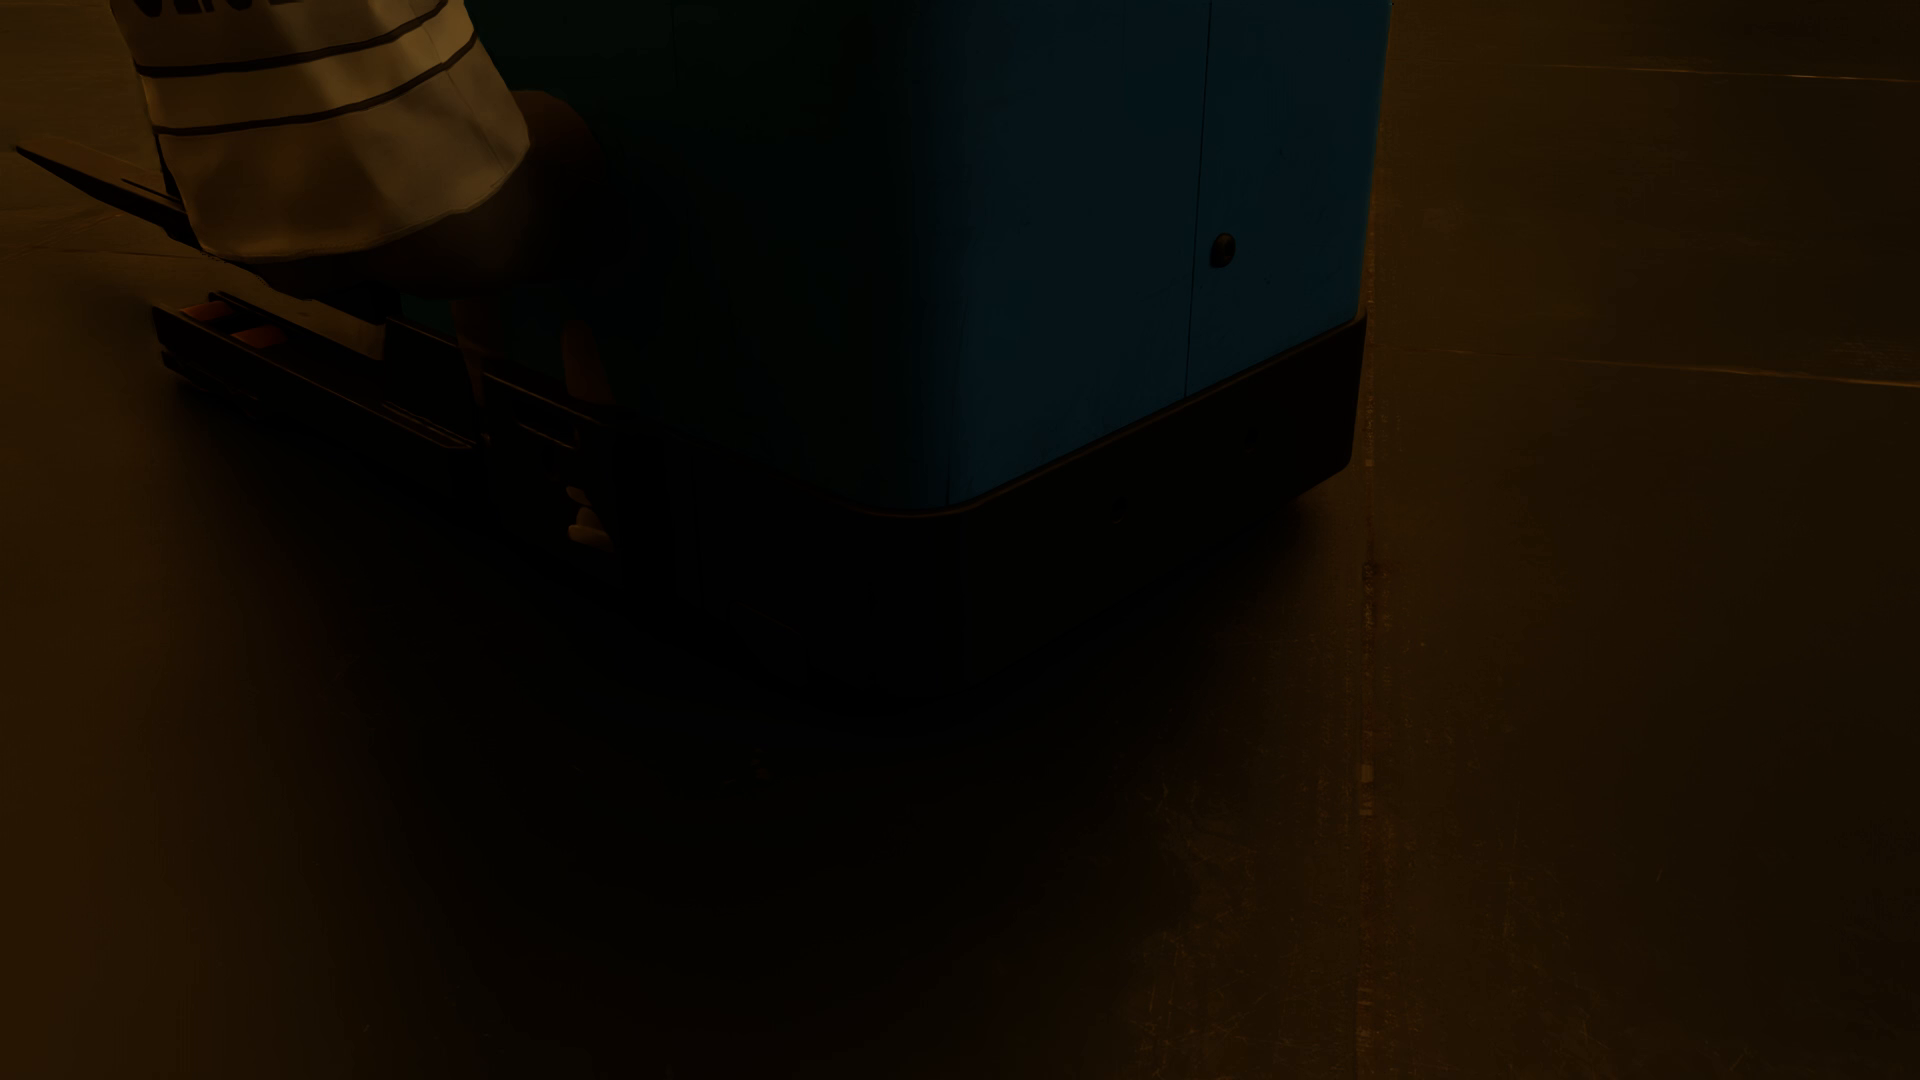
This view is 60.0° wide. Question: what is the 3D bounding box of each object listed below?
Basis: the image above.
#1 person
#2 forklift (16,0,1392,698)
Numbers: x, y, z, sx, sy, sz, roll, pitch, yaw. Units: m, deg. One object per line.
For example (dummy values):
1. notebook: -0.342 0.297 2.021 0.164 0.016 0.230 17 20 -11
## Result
1. person: -0.603 -0.566 2.005 0.887 1.441 0.817 5 27 10
2. forklift: -0.817 -1.670 2.556 3.031 2.935 1.130 22 34 37
